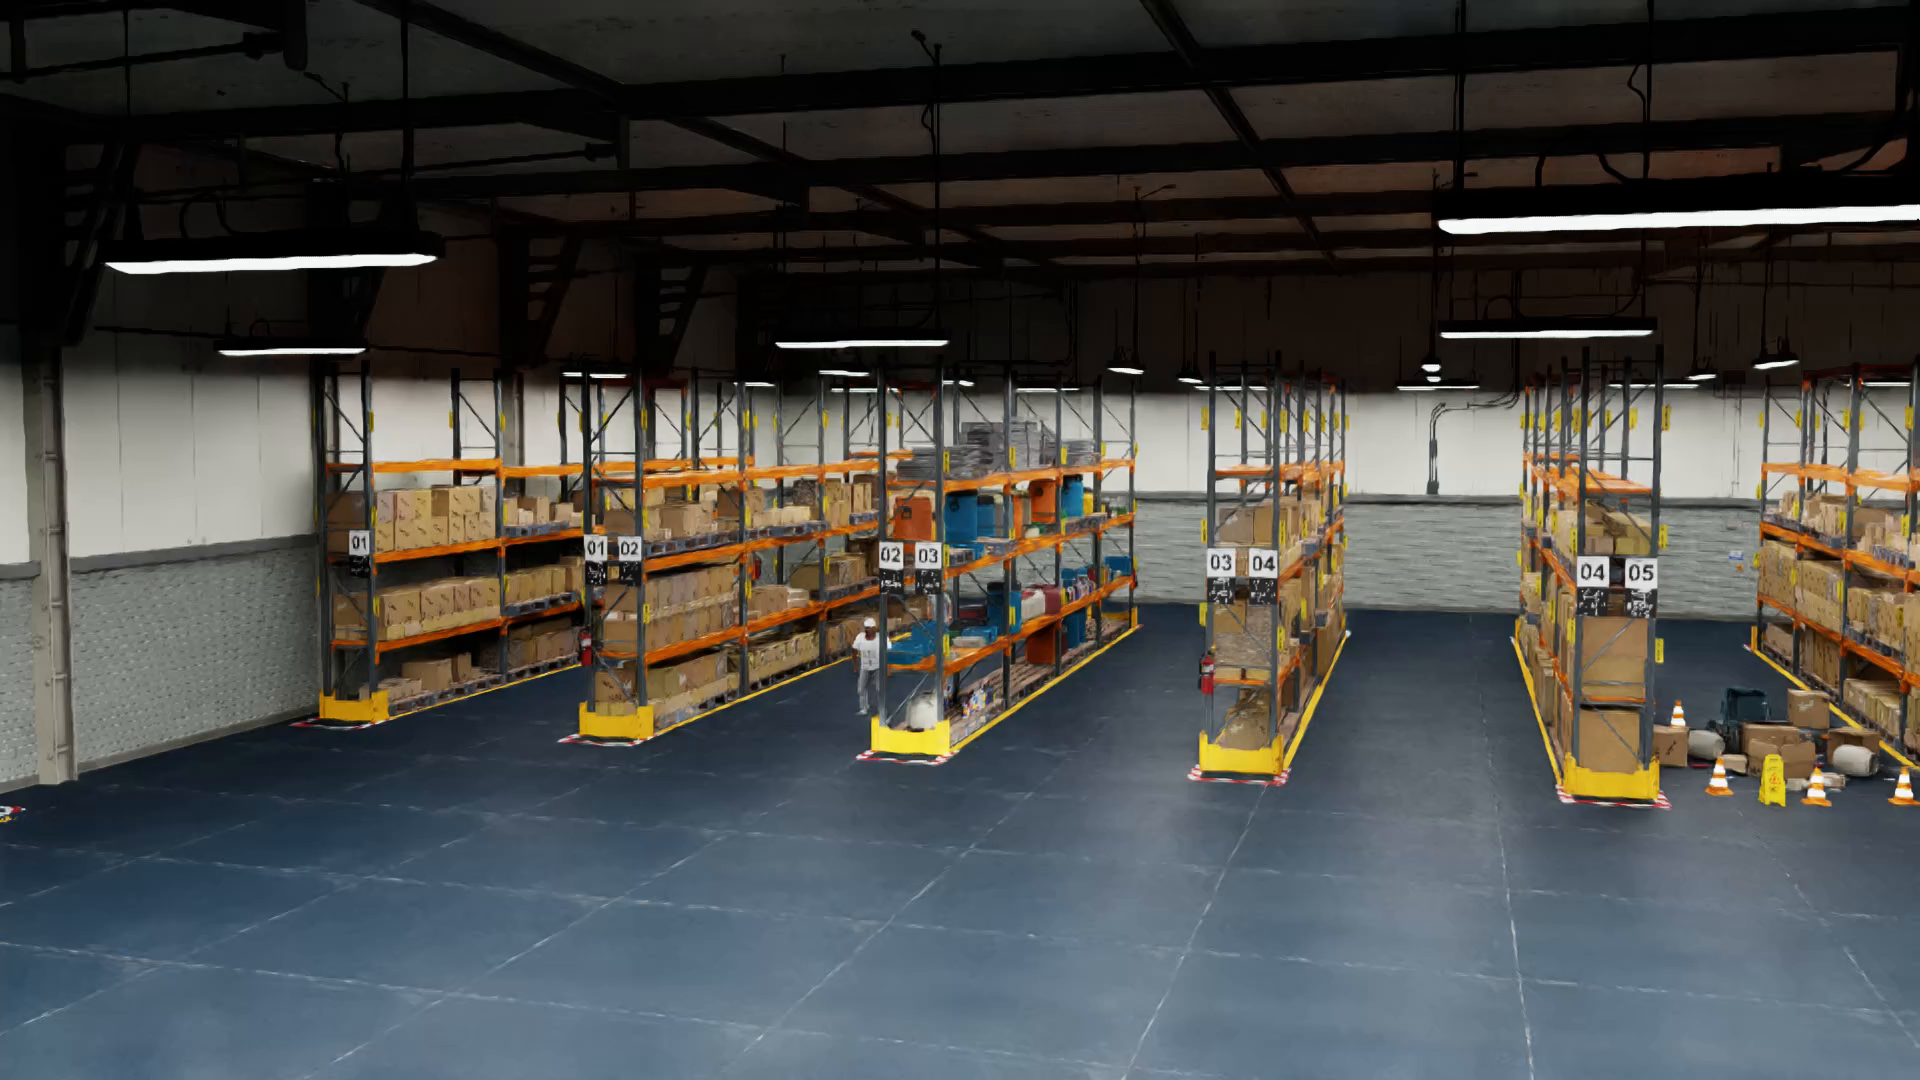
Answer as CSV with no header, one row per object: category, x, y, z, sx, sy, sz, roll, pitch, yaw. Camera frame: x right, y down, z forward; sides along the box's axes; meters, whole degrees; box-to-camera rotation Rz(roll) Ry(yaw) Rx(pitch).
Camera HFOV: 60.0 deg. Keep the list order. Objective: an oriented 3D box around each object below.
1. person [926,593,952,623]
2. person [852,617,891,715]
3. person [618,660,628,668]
person,-0.445,1.673,35.387,0.580,1.619,0.477,1,4,14
person,-1.492,2.149,28.079,0.719,1.714,0.578,1,4,15
person,-6.443,1.883,31.448,0.601,1.694,1.187,1,4,14
